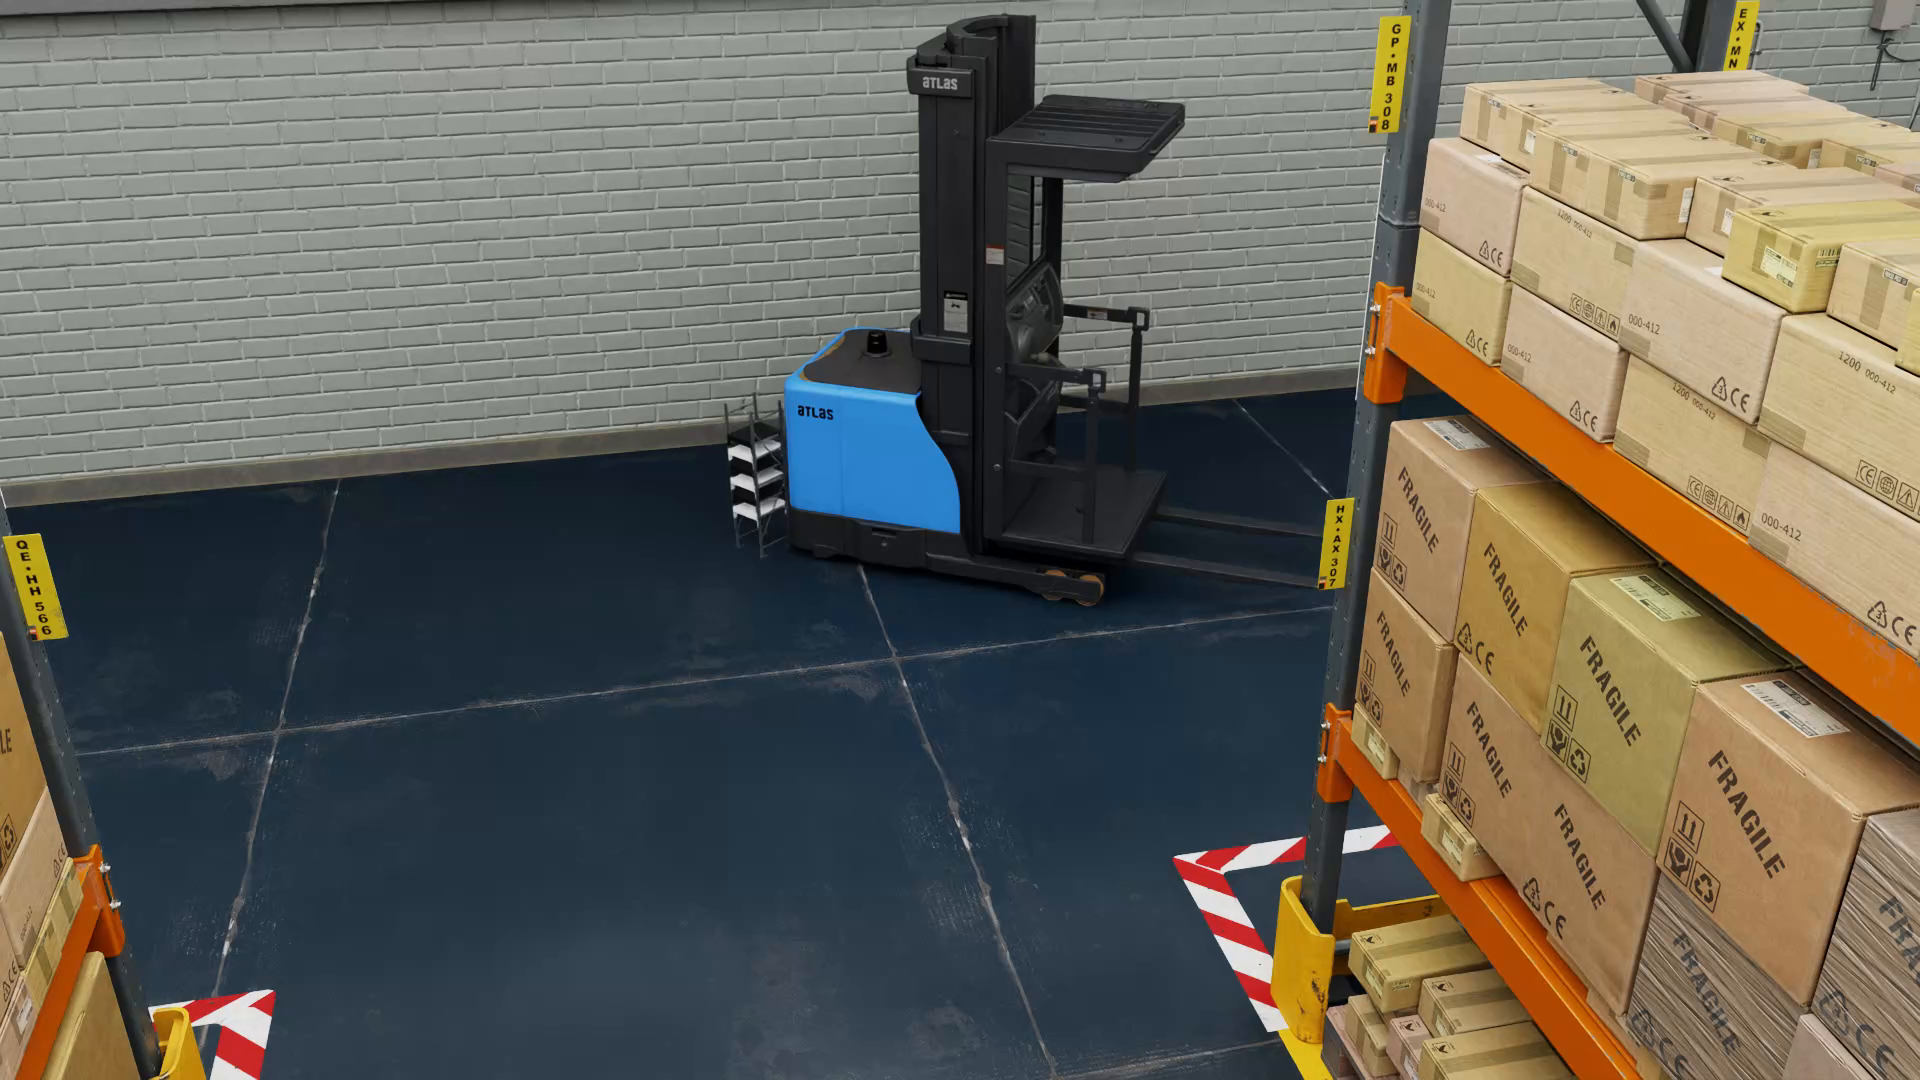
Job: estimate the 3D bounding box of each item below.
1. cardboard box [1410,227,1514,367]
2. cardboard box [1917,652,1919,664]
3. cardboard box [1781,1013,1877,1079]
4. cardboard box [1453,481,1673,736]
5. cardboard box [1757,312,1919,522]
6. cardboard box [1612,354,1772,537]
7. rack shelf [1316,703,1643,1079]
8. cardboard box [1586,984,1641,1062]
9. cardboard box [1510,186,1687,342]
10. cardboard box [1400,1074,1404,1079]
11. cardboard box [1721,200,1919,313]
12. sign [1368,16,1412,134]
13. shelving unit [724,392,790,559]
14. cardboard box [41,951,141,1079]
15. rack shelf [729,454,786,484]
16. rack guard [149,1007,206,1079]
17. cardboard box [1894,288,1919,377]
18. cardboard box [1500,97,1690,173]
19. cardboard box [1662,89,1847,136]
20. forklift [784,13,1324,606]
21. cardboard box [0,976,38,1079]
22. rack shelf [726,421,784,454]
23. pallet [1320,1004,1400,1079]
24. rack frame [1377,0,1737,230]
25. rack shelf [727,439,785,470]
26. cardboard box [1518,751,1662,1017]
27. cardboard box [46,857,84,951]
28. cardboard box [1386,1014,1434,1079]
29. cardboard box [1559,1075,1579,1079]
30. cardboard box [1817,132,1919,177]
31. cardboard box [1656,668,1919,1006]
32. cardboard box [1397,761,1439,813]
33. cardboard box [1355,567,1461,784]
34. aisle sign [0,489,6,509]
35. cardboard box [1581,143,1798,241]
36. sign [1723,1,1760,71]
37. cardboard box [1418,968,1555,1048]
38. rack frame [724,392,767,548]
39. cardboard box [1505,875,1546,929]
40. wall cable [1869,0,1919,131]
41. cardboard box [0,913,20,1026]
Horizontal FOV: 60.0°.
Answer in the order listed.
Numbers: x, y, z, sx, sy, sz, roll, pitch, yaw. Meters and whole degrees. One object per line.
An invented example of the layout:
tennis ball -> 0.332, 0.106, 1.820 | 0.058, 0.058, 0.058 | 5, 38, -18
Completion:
cardboard box -> 1.612, -0.703, 4.652 | 0.500, 0.250, 0.500 | -5, 27, -10
cardboard box -> 2.071, 0.198, 2.865 | 0.500, 0.250, 0.500 | -6, 27, -12
cardboard box -> 2.050, 1.294, 3.416 | 0.500, 0.500, 0.500 | -6, 27, -12
cardboard box -> 1.722, 0.167, 4.539 | 0.500, 0.500, 0.500 | -5, 27, -10
cardboard box -> 1.942, -0.256, 3.212 | 0.500, 0.250, 0.500 | -7, 28, -14
cardboard box -> 1.855, -0.247, 3.747 | 0.500, 0.250, 0.500 | -7, 28, -13
rack shelf -> 2.210, 1.545, 4.158 | 1.077, 0.370, 4.000 | -6, 27, -12
cardboard box -> 1.876, 1.197, 4.328 | 0.380, 0.149, 0.250 | -6, 27, -13
cardboard box -> 1.724, -0.701, 4.093 | 0.500, 0.250, 0.500 | -6, 27, -12
cardboard box -> 1.704, 1.800, 5.552 | 0.380, 0.149, 0.250 | -6, 27, -12
cardboard box -> 1.822, -0.587, 3.425 | 0.380, 0.149, 0.250 | -5, 27, -10
sign -> 1.231, -1.328, 4.754 | 0.100, 0.325, 0.005 | -6, 27, -12
shelving unit -> -1.149, -0.367, 9.472 | 0.210, 0.900, 0.258 | 20, 34, 36
cardboard box -> -2.874, 1.839, 4.669 | 0.875, 0.875, 0.875 | -6, 27, -12
rack shelf -> -1.150, -0.418, 9.446 | 0.200, 0.077, 0.258 | 20, 34, 36
rack guard -> -3.101, 1.911, 5.410 | 1.175, 0.500, 0.348 | -6, 27, -12
cardboard box -> 1.930, -0.355, 2.965 | 0.380, 0.149, 0.250 | -6, 27, -12
cardboard box -> 1.651, -1.048, 4.338 | 0.380, 0.149, 0.250 | -5, 27, -10
cardboard box -> 2.102, -1.095, 4.431 | 0.380, 0.149, 0.250 | -6, 27, -11
forklift -> 0.590, -1.219, 8.912 | 3.031, 2.935, 1.130 | 9, 28, 17
cardboard box -> -2.579, 1.265, 4.193 | 0.380, 0.149, 0.250 | -6, 27, -11
rack shelf -> -1.153, -0.579, 9.365 | 0.200, 0.077, 0.258 | 20, 34, 36
pallet -> 1.925, 1.984, 5.584 | 1.003, 0.211, 1.213 | -6, 27, -12
rack frame -> 1.759, -2.332, 4.384 | 1.000, 3.000, 0.127 | -6, 27, -12
rack shelf -> -1.151, -0.498, 9.406 | 0.200, 0.077, 0.258 | 20, 34, 36
cardboard box -> 1.835, 0.842, 4.311 | 0.500, 0.500, 0.500 | -6, 27, -11
cardboard box -> -2.695, 1.040, 4.639 | 0.380, 0.149, 0.250 | -5, 27, -11
cardboard box -> 1.634, 1.680, 5.460 | 0.380, 0.149, 0.250 | -6, 27, -12
cardboard box -> 1.794, 1.763, 4.966 | 0.380, 0.149, 0.250 | -7, 28, -14
cardboard box -> 2.304, -0.875, 3.996 | 0.380, 0.149, 0.250 | -6, 27, -11
cardboard box -> 1.936, 0.621, 3.640 | 0.500, 0.500, 0.500 | -7, 28, -13
cardboard box -> 1.611, 0.741, 5.232 | 0.380, 0.149, 0.250 | -5, 27, -10
cardboard box -> 1.591, 0.394, 5.200 | 0.500, 0.500, 0.500 | -5, 27, -9
aisle sign -> -2.820, -0.417, 4.363 | 0.394, 0.787, 0.004 | -6, 27, -12
cardboard box -> 1.695, -0.815, 3.876 | 0.380, 0.149, 0.250 | -6, 27, -11
sign -> 2.305, -1.436, 4.955 | 0.100, 0.325, 0.005 | -6, 27, -12
cardboard box -> 1.726, 1.539, 5.410 | 0.380, 0.149, 0.250 | -5, 27, -11
rack frame -> -1.226, -0.396, 9.531 | 0.006, 0.900, 0.240 | 20, 34, 36
cardboard box -> 1.811, 0.965, 4.789 | 0.380, 0.149, 0.250 | -5, 27, -9
wall cable -> 6.645, -3.277, 11.786 | 0.588, 1.984, 0.122 | -6, 27, -12
cardboard box -> -2.614, 1.148, 3.983 | 0.500, 0.250, 0.500 | -6, 27, -12
